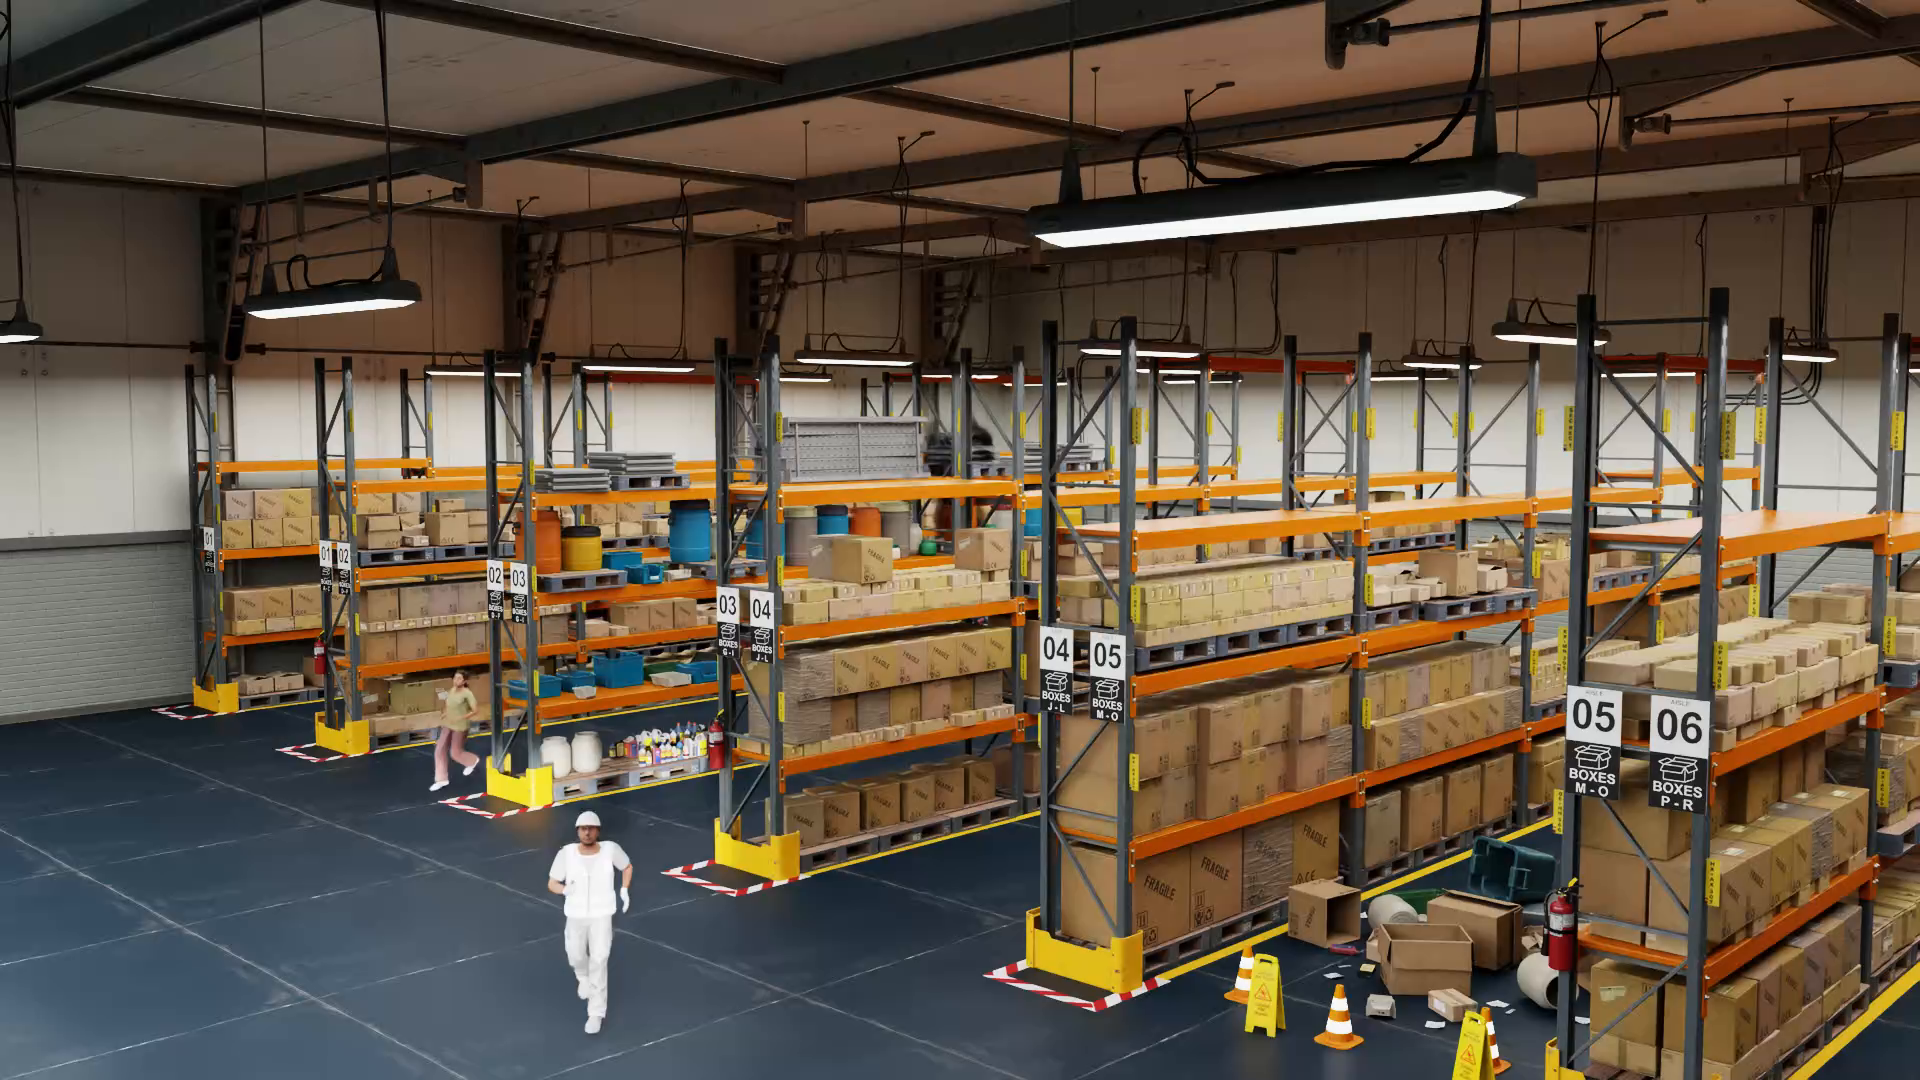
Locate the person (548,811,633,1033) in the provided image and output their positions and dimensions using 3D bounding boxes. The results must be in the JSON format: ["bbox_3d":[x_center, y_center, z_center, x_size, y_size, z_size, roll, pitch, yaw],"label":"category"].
[{"bbox_3d":[-3.141,3.177,14.114,0.691,1.762,0.988,0,4,-6],"label":"person"}]

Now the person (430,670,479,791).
[{"bbox_3d":[-6.906,2.602,22.989,0.624,1.656,0.828,2,5,27],"label":"person"}]

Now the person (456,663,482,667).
[{"bbox_3d":[-8.522,2.068,28.921,0.662,1.716,0.989,3,6,37],"label":"person"}]
